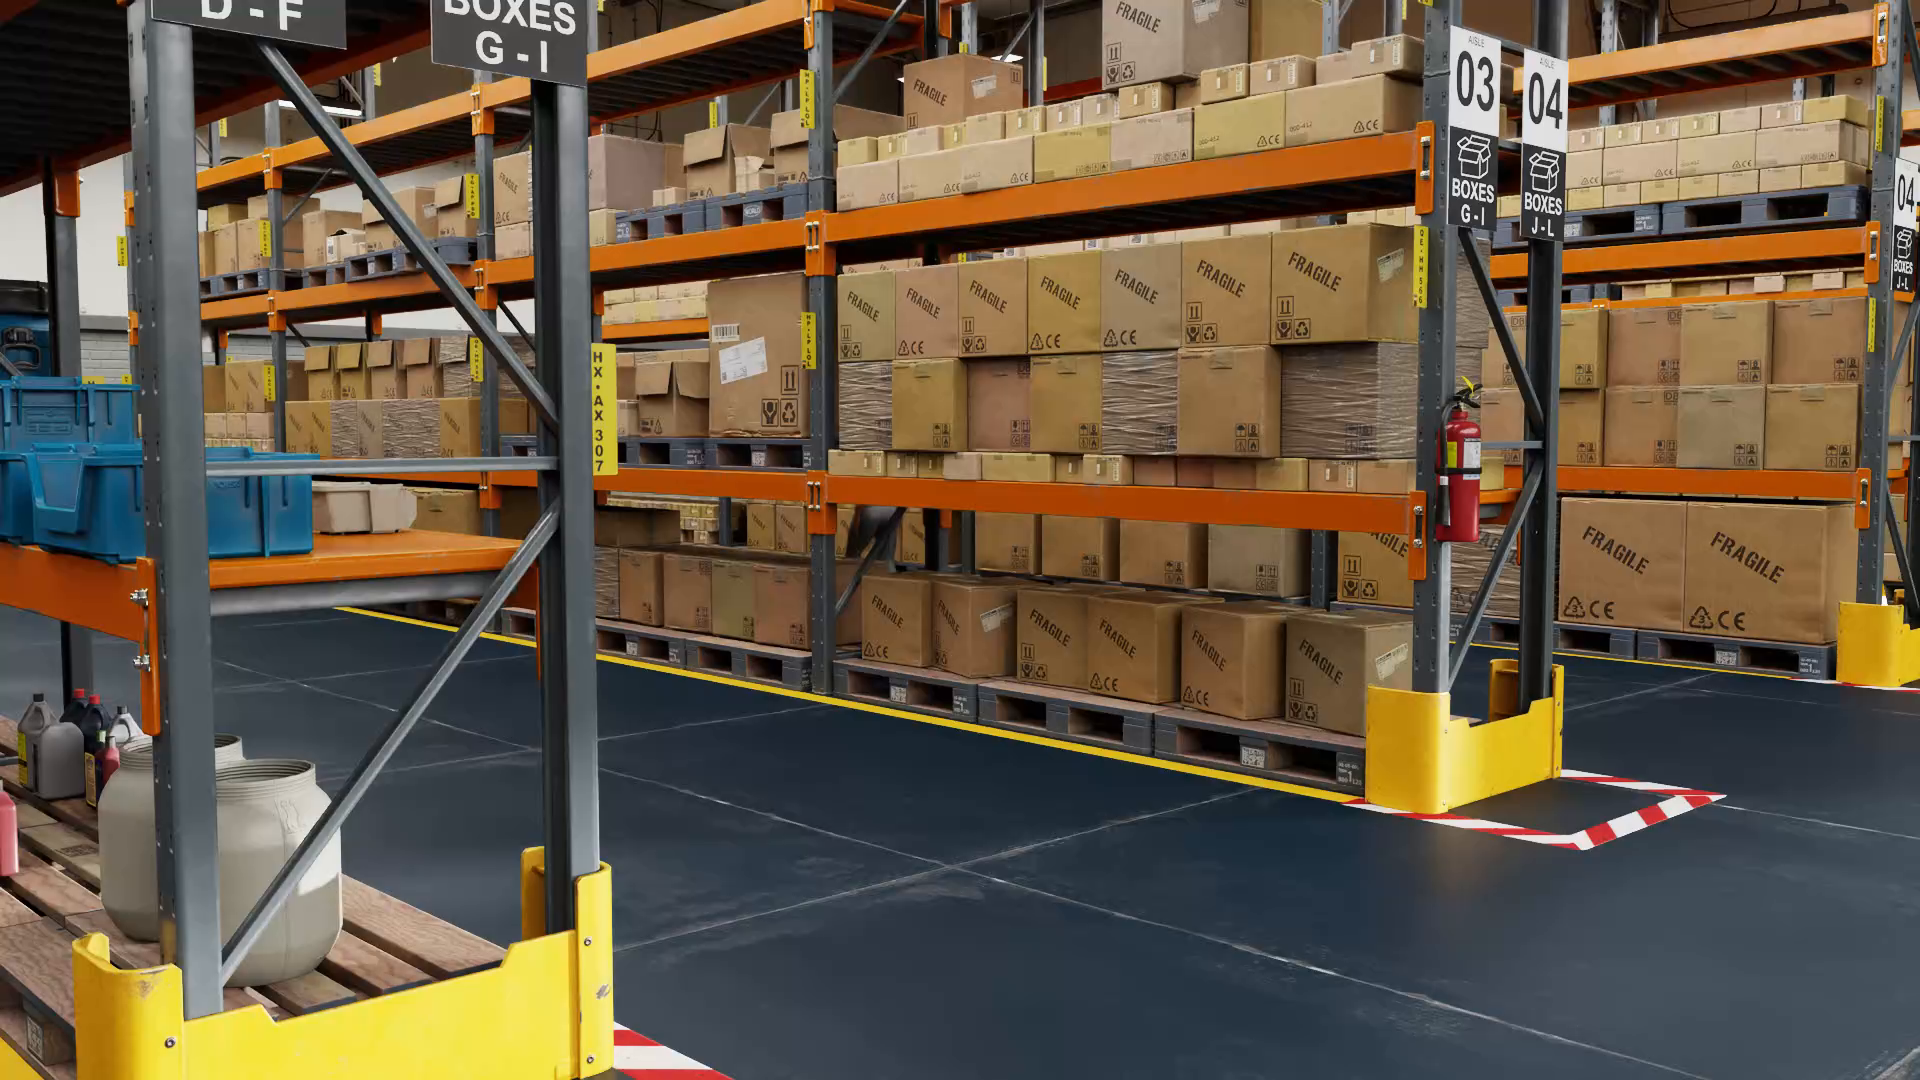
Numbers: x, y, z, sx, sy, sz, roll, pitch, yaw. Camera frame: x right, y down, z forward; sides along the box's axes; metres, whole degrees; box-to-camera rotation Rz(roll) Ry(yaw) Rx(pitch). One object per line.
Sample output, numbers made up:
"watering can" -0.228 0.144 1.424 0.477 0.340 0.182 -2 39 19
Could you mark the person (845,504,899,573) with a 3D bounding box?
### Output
"person" -0.674 -0.148 13.420 0.499 1.706 0.609 -3 5 -34
